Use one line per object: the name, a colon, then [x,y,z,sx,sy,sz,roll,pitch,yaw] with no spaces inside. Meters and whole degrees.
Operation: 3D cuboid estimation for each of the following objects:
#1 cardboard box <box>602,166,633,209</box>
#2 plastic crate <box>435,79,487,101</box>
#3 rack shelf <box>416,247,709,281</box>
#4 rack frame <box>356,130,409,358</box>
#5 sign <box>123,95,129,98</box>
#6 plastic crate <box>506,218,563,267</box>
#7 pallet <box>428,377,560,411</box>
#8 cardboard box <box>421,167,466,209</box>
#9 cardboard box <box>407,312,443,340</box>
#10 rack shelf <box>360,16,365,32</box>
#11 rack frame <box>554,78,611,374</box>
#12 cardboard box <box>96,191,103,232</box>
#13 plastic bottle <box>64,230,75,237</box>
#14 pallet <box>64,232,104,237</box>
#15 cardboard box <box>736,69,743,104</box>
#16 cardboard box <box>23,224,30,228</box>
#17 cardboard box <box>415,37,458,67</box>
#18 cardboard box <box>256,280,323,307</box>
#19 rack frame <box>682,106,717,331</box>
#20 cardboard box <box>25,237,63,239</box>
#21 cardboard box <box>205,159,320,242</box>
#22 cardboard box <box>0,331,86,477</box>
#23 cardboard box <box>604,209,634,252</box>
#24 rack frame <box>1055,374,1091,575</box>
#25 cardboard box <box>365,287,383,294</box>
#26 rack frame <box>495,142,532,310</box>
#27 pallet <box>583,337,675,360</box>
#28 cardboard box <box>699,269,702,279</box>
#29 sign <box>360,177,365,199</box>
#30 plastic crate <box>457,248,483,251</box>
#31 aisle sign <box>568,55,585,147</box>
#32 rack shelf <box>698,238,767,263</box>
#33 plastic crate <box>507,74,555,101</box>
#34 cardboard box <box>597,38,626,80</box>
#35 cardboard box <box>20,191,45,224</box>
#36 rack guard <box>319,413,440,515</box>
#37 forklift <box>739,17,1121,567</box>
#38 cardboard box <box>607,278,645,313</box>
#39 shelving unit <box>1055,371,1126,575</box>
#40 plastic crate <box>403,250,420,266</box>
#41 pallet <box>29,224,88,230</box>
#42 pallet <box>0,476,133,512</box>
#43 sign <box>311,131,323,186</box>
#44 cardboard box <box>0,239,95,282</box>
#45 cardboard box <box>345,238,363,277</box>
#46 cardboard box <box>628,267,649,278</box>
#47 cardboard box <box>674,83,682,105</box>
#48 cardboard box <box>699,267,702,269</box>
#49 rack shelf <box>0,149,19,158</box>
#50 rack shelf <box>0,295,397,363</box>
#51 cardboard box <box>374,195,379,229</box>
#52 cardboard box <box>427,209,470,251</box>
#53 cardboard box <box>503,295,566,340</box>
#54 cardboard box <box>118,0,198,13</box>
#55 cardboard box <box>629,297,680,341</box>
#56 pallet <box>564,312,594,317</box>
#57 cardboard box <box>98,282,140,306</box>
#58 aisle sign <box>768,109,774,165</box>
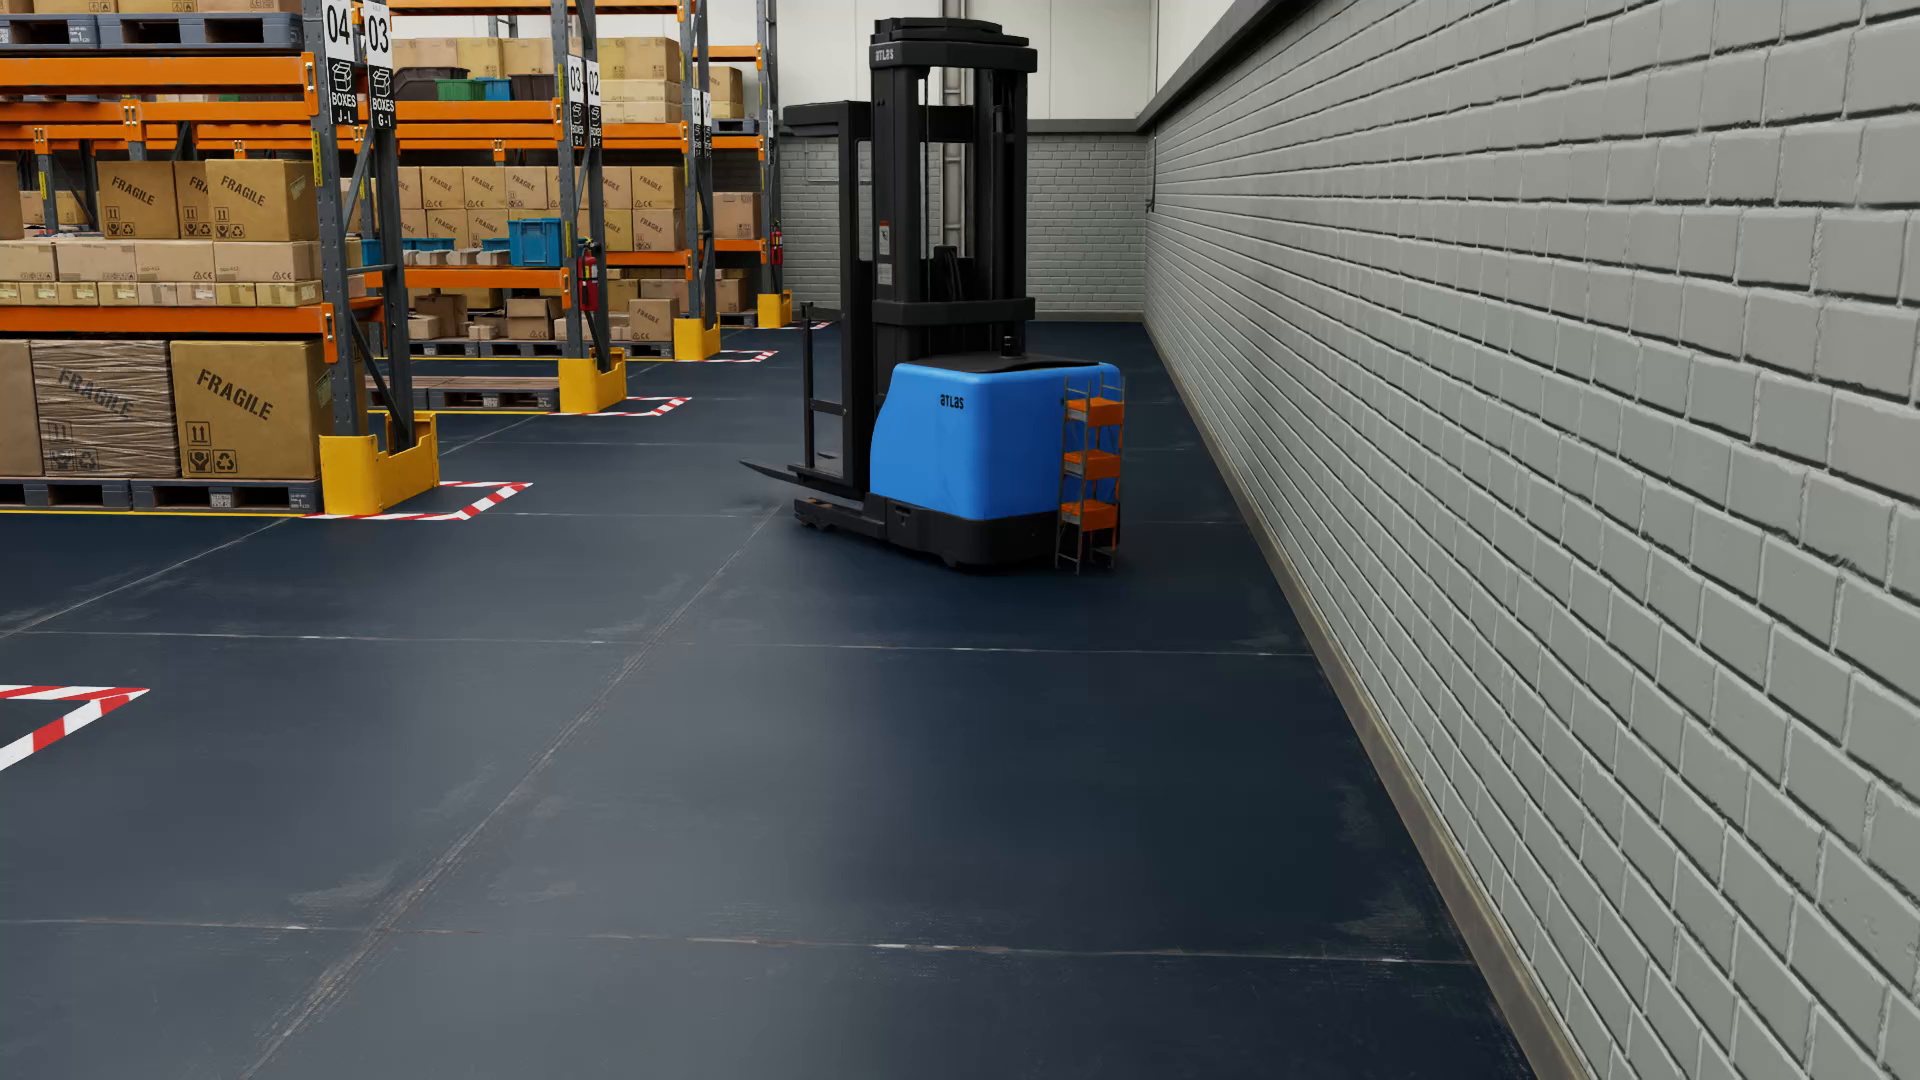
cardboard box: [-4.158,-4.263,20.136,0.500,0.500,0.500,1,12,5]
plastic crate: [-4.529,-4.076,15.119,0.336,0.188,0.450,1,12,4]
rack shelf: [-5.187,-3.443,20.661,4.000,0.370,1.077,1,12,4]
rack frame: [-7.183,-3.823,20.718,0.127,3.000,1.000,1,12,4]
sign: [-7.556,-4.171,15.035,0.005,0.325,0.100,1,12,4]
plastic crate: [-3.873,-2.769,15.449,0.499,0.435,0.616,1,12,4]
pallet: [-4.347,-1.411,15.996,1.213,0.211,1.003,1,12,4]
cardboard box: [-6.216,-4.290,20.266,0.500,0.500,0.500,0,12,2]
cardboard box: [-6.778,-2.672,20.709,0.500,0.311,0.500,1,12,4]
rack shelf: [-9.178,-6.239,20.349,4.000,0.370,1.077,1,12,4]
rack frame: [-3.526,-2.756,15.619,0.127,3.000,1.000,1,12,4]
cardboard box: [-10.538,-4.147,20.995,0.500,0.500,0.700,-3,12,-15]
plastic bottle: [-8.447,-2.762,15.767,0.185,0.351,0.144,1,12,4]
pallet: [-10.493,-3.789,21.023,1.003,0.211,1.213,1,12,4]
cardboard box: [-3.577,-6.856,25.156,0.500,0.500,0.500,0,12,2]
cardboard box: [-12.053,-3.886,21.236,0.500,0.311,0.500,1,12,3]
cardboard box: [-6.206,-5.795,20.132,0.500,0.500,0.700,1,12,4]
cardboard box: [-4.235,-1.559,10.509,0.250,0.149,0.380,1,12,5]
rack frame: [-3.192,-3.768,20.456,0.127,3.000,1.000,1,12,4]
cardboard box: [-6.364,-1.905,11.191,0.500,0.250,0.500,1,12,5]
cardboard box: [-4.361,-2.137,10.465,0.500,0.500,0.500,1,12,4]
cardboard box: [-6.297,-0.927,11.038,0.875,0.875,0.875,1,12,4]
cardboard box: [-4.175,-3.774,20.240,0.500,0.500,0.500,1,12,4]
rack frame: [0.596,-0.343,8.813,0.008,1.050,0.200,-8,18,-35]
cardboard box: [-9.248,-3.993,25.755,0.750,0.750,0.750,1,12,3]
rack frame: [-6.855,-4.835,25.556,0.127,3.000,1.000,1,12,4]
pallet: [-4.063,-2.415,20.798,1.213,0.211,1.003,1,12,4]
cardboard box: [-3.965,-4.037,25.235,0.250,0.149,0.380,1,12,5]
sign: [-7.216,-4.276,20.057,0.005,0.325,0.100,1,12,4]
plastic crate: [-4.742,-2.758,16.124,0.298,0.136,0.250,1,12,4]
aisle sign: [-3.474,-3.968,15.062,0.004,0.787,0.394,1,12,4]
rack shelf: [-4.860,-4.456,25.499,4.000,0.370,1.077,1,12,4]
plastic crate: [-3.892,-4.223,15.622,0.590,0.269,0.497,1,12,4]
cardboard box: [-4.198,-5.803,20.169,0.500,0.500,0.700,1,12,4]
cardboard box: [-14.332,-5.195,25.957,0.500,0.500,0.700,1,12,4]
rack guard: [-3.833,-0.521,11.036,0.348,0.500,1.175,1,12,4]
forklift: [-0.357,-1.539,9.968,1.130,2.935,3.031,-8,14,-34]
cardboard box: [-5.103,-3.771,25.548,0.500,0.500,0.700,1,12,5]
shelving unit: [0.695,-0.358,8.883,0.252,1.050,0.215,-8,18,-35]
plastic crate: [-5.216,-2.637,15.545,0.250,0.136,0.298,1,12,4]
pallet: [-14.085,-4.810,25.907,1.213,0.211,1.003,1,12,4]
pallet: [-5.874,-0.392,11.125,1.213,0.211,1.003,1,12,4]
sign: [-3.907,-2.317,10.110,0.005,0.325,0.100,1,12,4]
cardboard box: [-5.892,-1.789,10.636,0.500,0.250,0.500,1,12,4]
cardboard box: [-4.318,-1.878,11.062,0.500,0.250,0.500,0,12,2]
cardboard box: [-4.949,-4.129,25.674,0.250,0.149,0.380,1,12,3]
cardboard box: [-3.687,-5.468,20.401,0.500,0.250,0.500,1,12,4]
cardboard box: [-3.937,-4.115,25.608,0.250,0.149,0.380,1,12,4]
rack shelf: [-16.833,-6.088,25.977,4.000,0.370,1.077,1,12,4]
rack shelf: [-5.853,-1.420,10.986,4.000,0.370,1.077,1,12,4]
cardboard box: [-8.842,-5.014,25.390,0.500,0.500,0.500,1,12,5]
cardboard box: [-6.181,-3.803,20.378,0.500,0.500,0.500,1,12,5]
cardboard box: [-5.308,-2.792,20.811,0.637,0.503,0.797,1,12,4]
cardboard box: [-4.933,-3.545,10.547,0.500,0.500,0.700,0,12,2]
cardboard box: [-3.751,-2.717,20.462,0.500,0.500,0.500,1,12,4]
pallet: [-6.102,-3.444,25.715,1.213,0.211,1.003,1,12,4]
cardboard box: [-5.254,-1.573,10.574,0.250,0.149,0.380,1,12,2]
aisle sign: [-2.813,-5.990,24.730,0.004,0.787,0.394,1,12,4]
